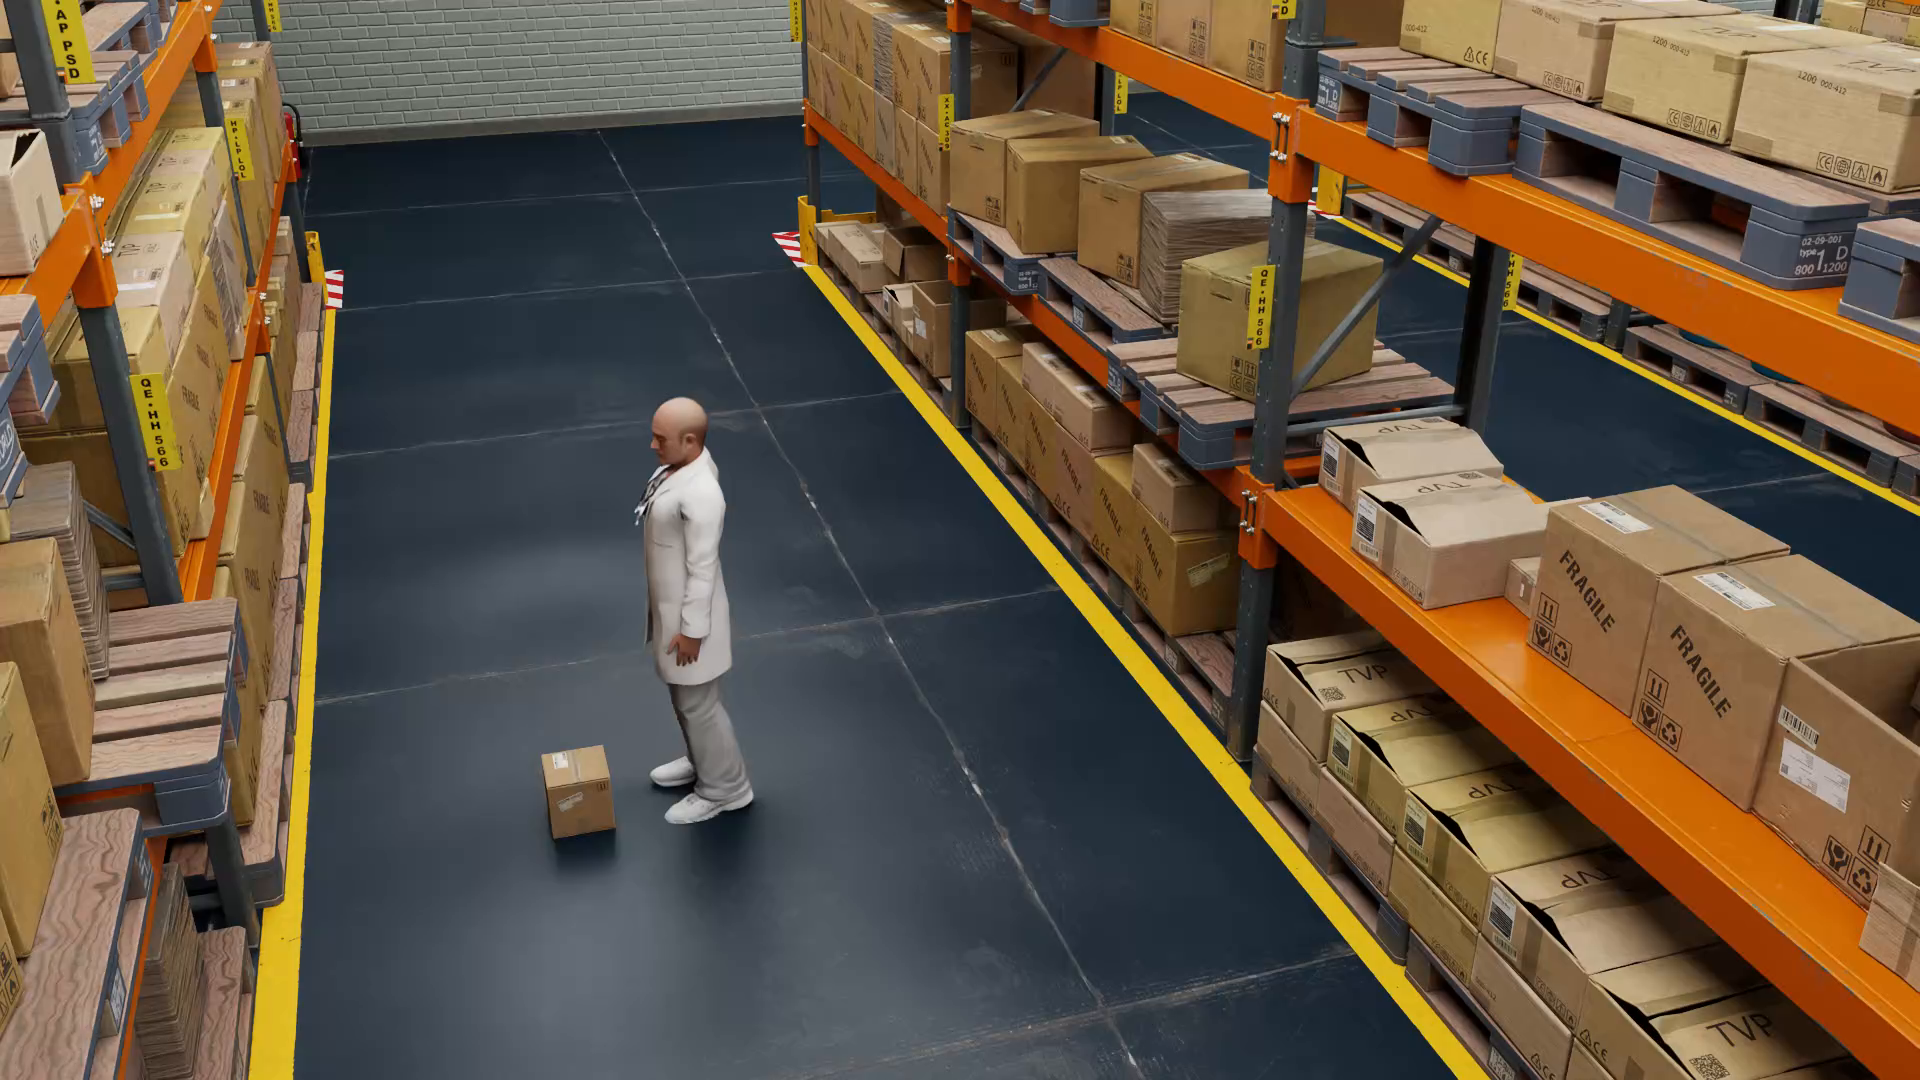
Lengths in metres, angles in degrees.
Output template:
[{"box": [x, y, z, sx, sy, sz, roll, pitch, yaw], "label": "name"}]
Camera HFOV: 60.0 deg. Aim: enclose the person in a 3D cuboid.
[{"box": [-1.073, 0.285, 6.570, 0.395, 1.793, 0.563, -7, 27, -15], "label": "person"}]
